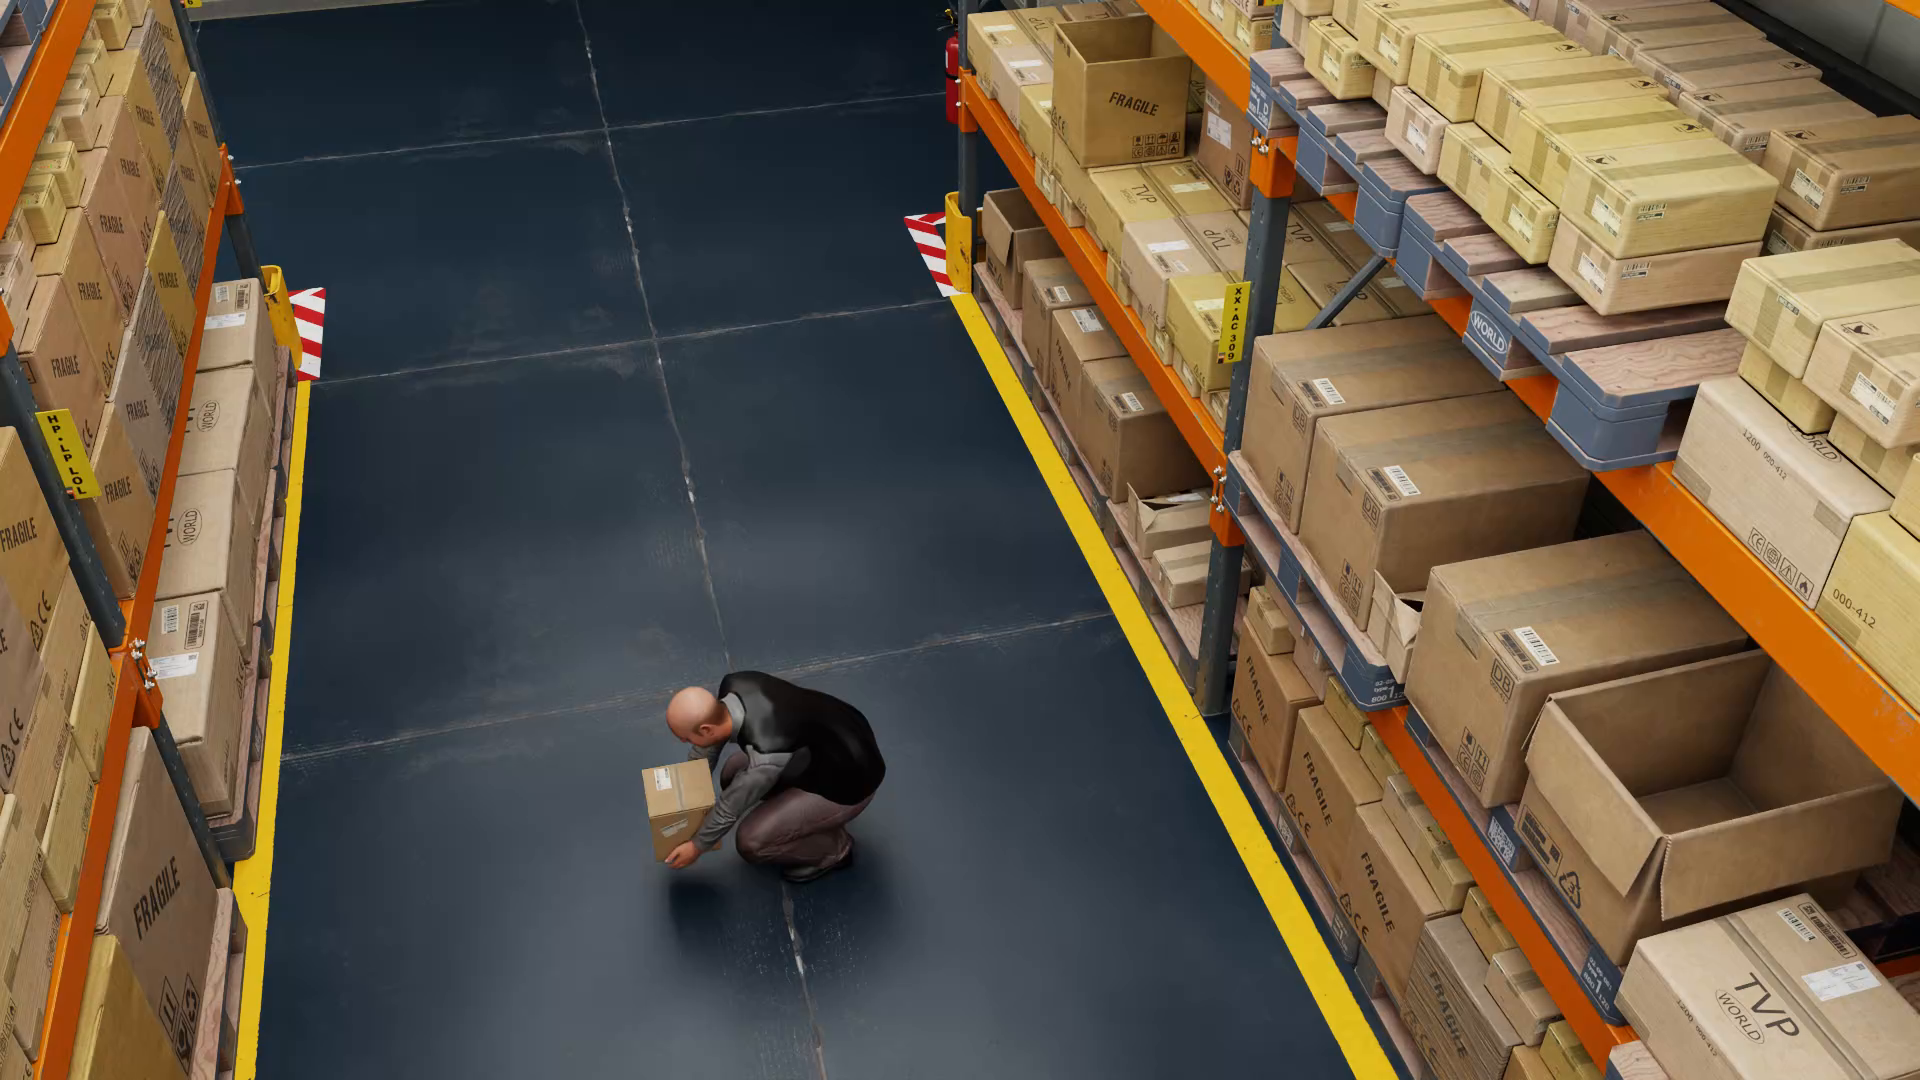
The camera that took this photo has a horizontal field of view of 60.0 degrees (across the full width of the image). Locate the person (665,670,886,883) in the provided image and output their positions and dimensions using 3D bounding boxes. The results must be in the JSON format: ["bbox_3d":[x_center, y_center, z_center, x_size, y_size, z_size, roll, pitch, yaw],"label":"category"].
[{"bbox_3d":[-0.723,0.851,6.269,0.868,0.967,0.528,-10,39,-12],"label":"person"}]
